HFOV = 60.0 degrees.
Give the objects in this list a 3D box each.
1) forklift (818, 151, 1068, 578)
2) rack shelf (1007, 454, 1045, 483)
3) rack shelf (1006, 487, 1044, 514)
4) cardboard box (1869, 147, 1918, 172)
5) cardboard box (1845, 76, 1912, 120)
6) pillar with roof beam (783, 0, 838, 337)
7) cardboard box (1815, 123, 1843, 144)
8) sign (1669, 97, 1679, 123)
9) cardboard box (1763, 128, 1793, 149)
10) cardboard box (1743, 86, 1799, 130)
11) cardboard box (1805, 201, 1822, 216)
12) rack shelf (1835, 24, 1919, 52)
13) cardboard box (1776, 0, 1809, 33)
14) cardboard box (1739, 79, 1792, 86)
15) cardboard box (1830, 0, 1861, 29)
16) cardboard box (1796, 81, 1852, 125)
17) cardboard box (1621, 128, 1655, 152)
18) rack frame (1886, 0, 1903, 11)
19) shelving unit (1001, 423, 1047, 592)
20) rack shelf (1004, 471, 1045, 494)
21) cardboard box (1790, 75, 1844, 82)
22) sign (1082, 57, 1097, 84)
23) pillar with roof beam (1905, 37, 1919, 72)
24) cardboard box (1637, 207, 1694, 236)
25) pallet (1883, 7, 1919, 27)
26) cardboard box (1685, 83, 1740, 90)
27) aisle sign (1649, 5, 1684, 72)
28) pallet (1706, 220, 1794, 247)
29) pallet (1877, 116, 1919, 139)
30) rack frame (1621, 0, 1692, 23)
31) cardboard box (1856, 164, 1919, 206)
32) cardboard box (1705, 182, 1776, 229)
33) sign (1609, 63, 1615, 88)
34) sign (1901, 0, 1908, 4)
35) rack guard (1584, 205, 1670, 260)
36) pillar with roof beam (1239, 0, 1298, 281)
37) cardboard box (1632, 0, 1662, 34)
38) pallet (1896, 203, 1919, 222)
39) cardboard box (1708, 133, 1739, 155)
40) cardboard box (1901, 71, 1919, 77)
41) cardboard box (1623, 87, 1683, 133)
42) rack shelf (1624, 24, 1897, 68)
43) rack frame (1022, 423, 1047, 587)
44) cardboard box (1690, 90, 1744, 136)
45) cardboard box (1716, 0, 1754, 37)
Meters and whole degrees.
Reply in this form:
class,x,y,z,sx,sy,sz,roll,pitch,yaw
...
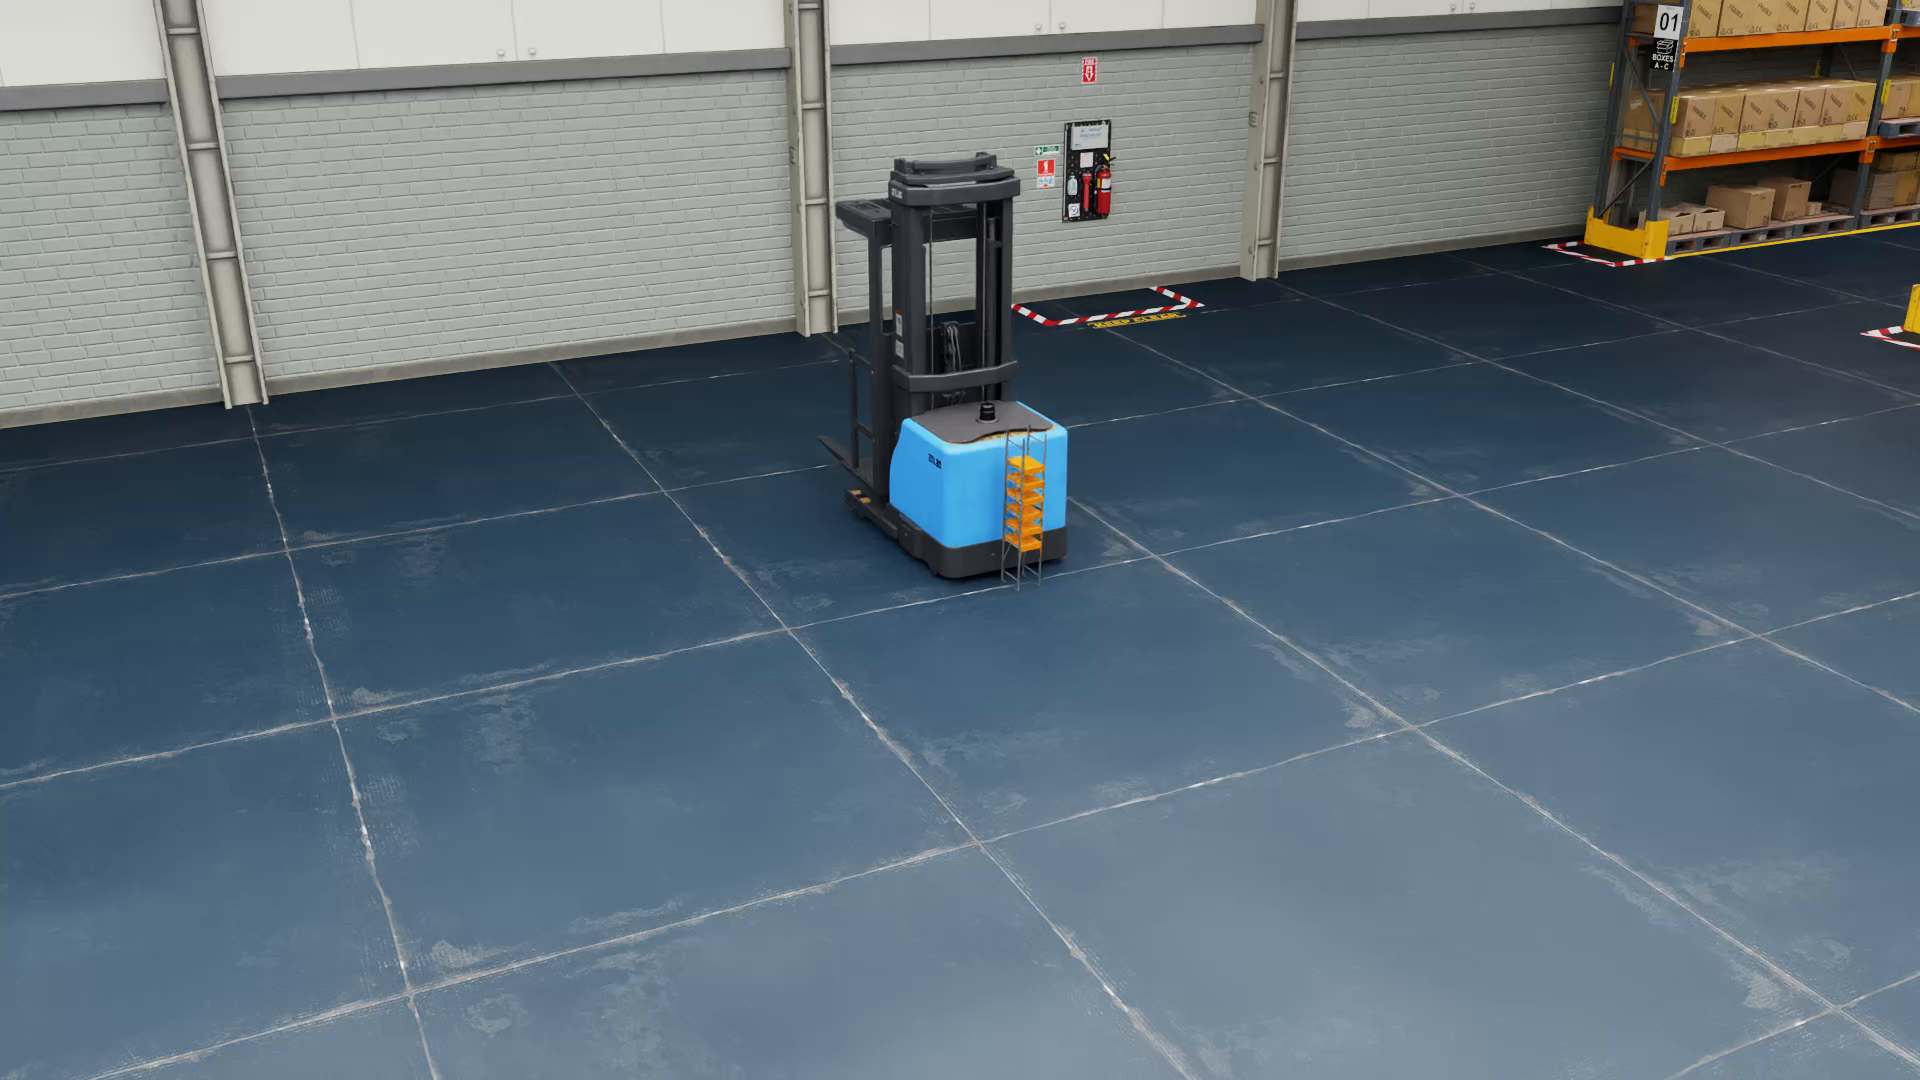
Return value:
class,x,y,z,sx,sy,sz,roll,pitch,yaw
forklift,-0.290,-1.602,13.110,1.130,2.935,3.031,-11,25,-24
rack shelf,0.466,-0.515,11.909,0.180,0.103,0.258,-13,28,-28
rack shelf,0.461,-0.297,12.010,0.180,0.103,0.258,-13,28,-28
cardboard box,13.599,-5.576,24.334,0.500,0.250,0.500,-11,25,-25
cardboard box,13.021,-6.301,23.667,0.500,0.500,0.700,-10,25,-23
pillar with roof beam,0.254,-5.027,13.453,0.400,9.000,9.100,-10,25,-24
cardboard box,11.800,-5.656,22.985,0.500,0.250,0.500,-10,25,-23
sign,9.179,-5.528,21.375,0.005,0.325,0.100,-10,25,-24
cardboard box,10.901,-5.483,22.568,0.500,0.250,0.500,-10,25,-23
cardboard box,10.882,-5.829,22.423,0.500,0.500,0.500,-10,24,-22
cardboard box,12.079,-4.774,23.813,0.250,0.166,0.380,-14,26,-30
rack shelf,14.350,-7.364,23.960,4.000,0.370,1.077,-10,25,-24
cardboard box,10.793,-6.987,21.951,0.500,0.500,0.500,-9,24,-20
cardboard box,11.115,-6.094,23.063,0.500,0.500,0.500,-10,24,-22
cardboard box,11.739,-7.172,22.398,0.500,0.500,0.500,-13,26,-28
cardboard box,11.809,-5.996,22.825,0.500,0.500,0.500,-11,25,-24
cardboard box,9.281,-5.400,22.366,0.500,0.250,0.500,-10,25,-23
rack frame,12.548,-8.751,22.448,0.127,3.000,1.000,-10,25,-24
shelving unit,0.460,-0.229,12.041,0.189,1.200,0.258,-13,28,-28
rack shelf,0.464,-0.406,11.960,0.180,0.103,0.258,-13,28,-28
cardboard box,12.034,-6.259,23.462,0.500,0.500,0.500,-11,25,-25
sign,1.499,-5.442,19.266,0.199,0.298,0.001,-10,25,-24
pillar with roof beam,16.473,-8.013,20.666,0.400,9.000,9.100,-10,25,-24
cardboard box,9.606,-4.360,22.625,0.500,0.311,0.500,-14,26,-30
pallet,13.151,-7.344,23.216,1.003,0.211,1.213,-10,25,-24
cardboard box,10.198,-5.921,22.644,0.500,0.500,0.500,-11,25,-25
aisle sign,9.009,-6.401,21.216,0.004,0.787,0.394,-10,25,-24
pallet,10.857,-4.363,23.337,1.213,0.211,1.003,-10,25,-24
pallet,13.300,-5.967,23.817,1.213,0.211,1.003,-10,25,-24
rack frame,8.944,-8.087,20.845,0.127,3.000,1.000,-10,25,-24
cardboard box,13.648,-5.258,24.547,0.500,0.500,0.700,-11,25,-25
cardboard box,10.803,-4.647,23.069,0.500,0.500,0.700,-12,25,-27
sign,8.721,-6.191,22.180,0.005,0.325,0.100,-10,25,-24
sign,12.790,-7.418,22.474,0.005,0.325,0.100,-10,25,-24
rack guard,9.012,-4.173,22.501,0.348,0.500,1.175,-10,25,-24
pillar with roof beam,5.660,-6.023,15.857,0.400,9.000,9.100,-10,25,-24
cardboard box,9.210,-6.913,21.774,0.500,0.500,0.500,-9,24,-20
pallet,14.350,-5.024,24.934,1.213,0.211,1.003,-10,25,-24
cardboard box,9.983,-5.318,22.168,0.500,0.250,0.500,-11,25,-25
cardboard box,14.108,-6.511,24.175,0.500,0.500,0.700,-7,23,-16
cardboard box,9.276,-5.753,22.239,0.500,0.500,0.500,-11,25,-24
rack shelf,10.746,-6.701,22.358,4.000,0.370,1.077,-10,25,-24
rack frame,0.539,-0.247,12.084,0.006,1.200,0.240,-13,28,-28
cardboard box,9.954,-5.656,22.004,0.500,0.500,0.500,-10,25,-23
cardboard box,9.853,-6.803,21.507,0.500,0.500,0.500,-9,24,-20
